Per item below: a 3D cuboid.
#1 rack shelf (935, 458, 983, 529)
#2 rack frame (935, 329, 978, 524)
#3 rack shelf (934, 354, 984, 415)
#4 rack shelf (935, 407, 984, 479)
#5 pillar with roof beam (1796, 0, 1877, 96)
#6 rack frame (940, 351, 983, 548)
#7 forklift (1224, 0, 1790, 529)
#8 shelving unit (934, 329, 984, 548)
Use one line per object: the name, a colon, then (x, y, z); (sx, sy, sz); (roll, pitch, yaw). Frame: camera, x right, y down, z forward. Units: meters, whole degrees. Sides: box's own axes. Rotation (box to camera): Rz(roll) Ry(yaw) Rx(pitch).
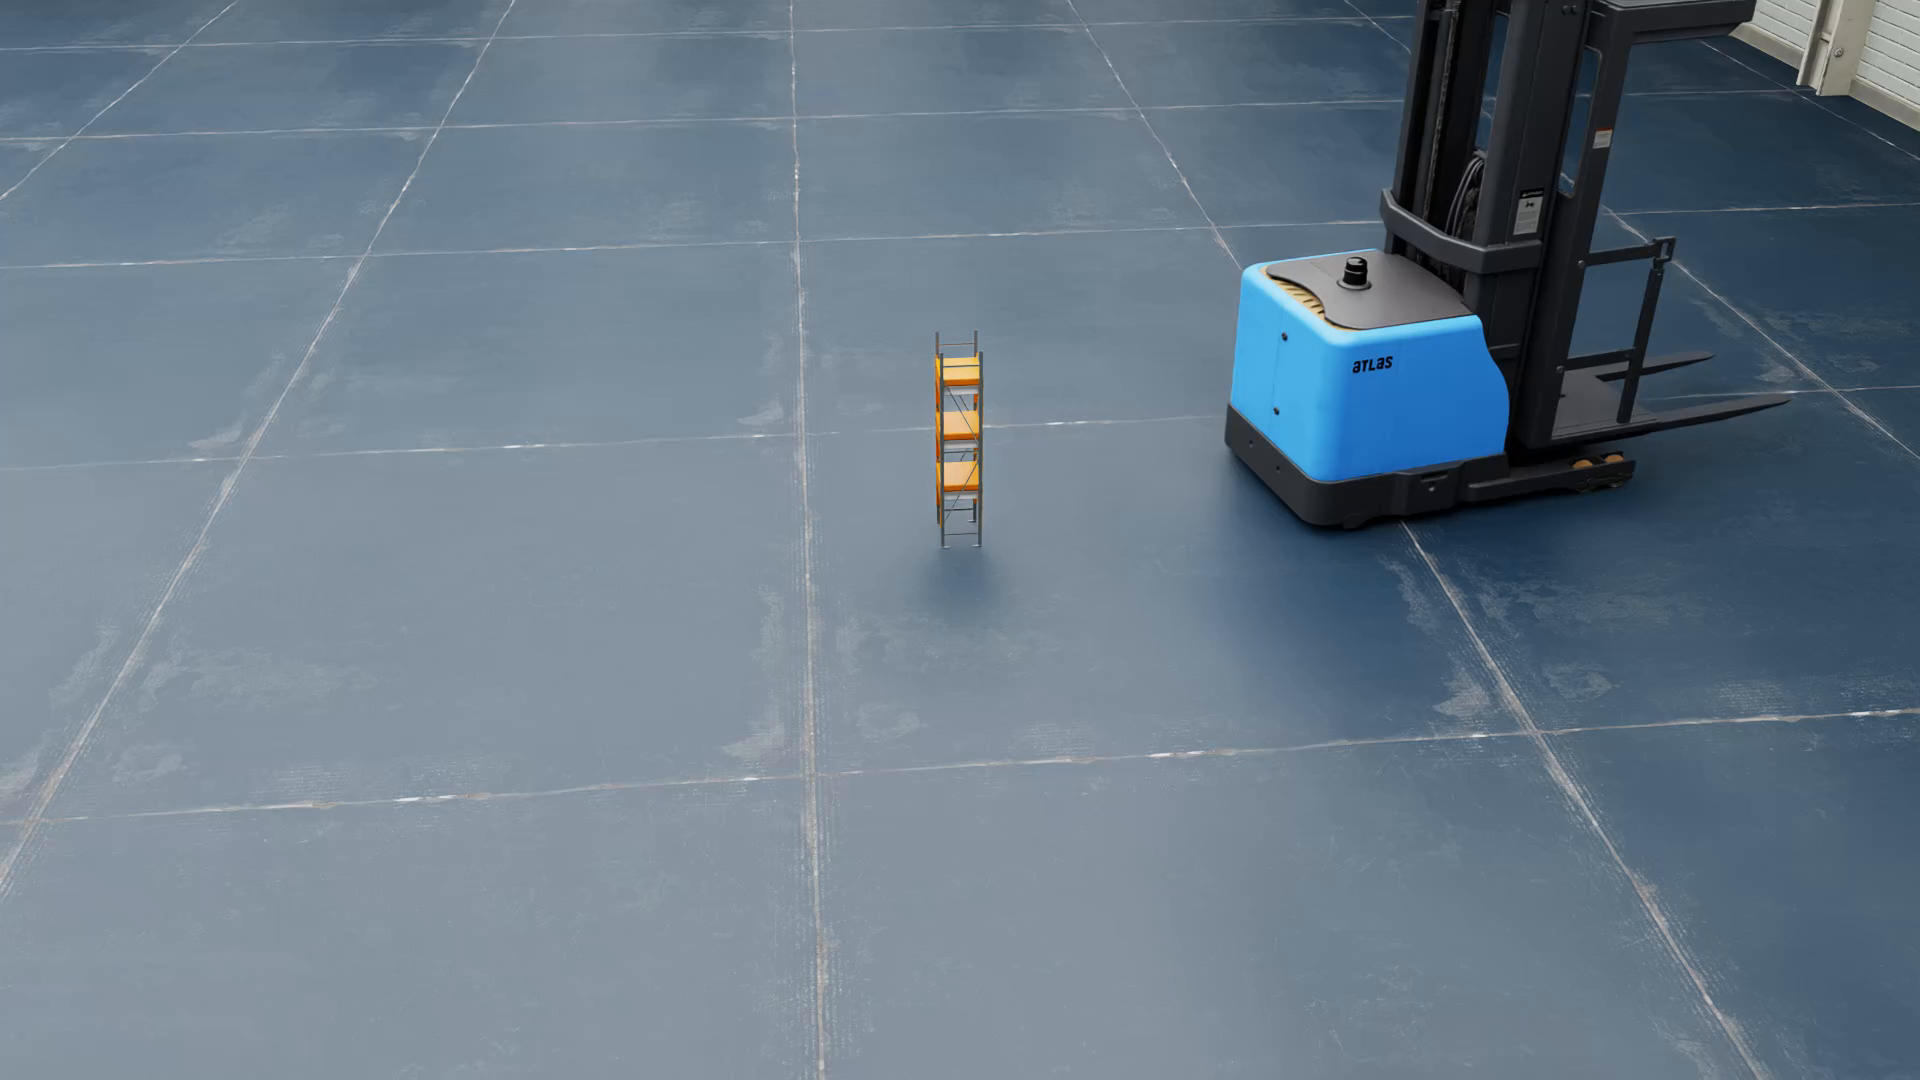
rack shelf: (-0.005, -0.230, 8.174); (0.215, 0.259, 0.240); (-3, 31, -5)
rack frame: (-0.016, -0.540, 8.131); (0.200, 1.050, 0.008); (-3, 31, -5)
rack shelf: (-0.005, -0.713, 7.886); (0.215, 0.259, 0.240); (-3, 31, -5)
rack shelf: (-0.005, -0.469, 8.032); (0.215, 0.259, 0.240); (-3, 31, -5)
pillar with roof beam: (3.559, -7.755, 12.458); (9.100, 9.000, 0.400); (-3, 31, -5)
rack frame: (0.006, -0.416, 7.922); (0.200, 1.050, 0.008); (-3, 31, -5)
forklift: (3.005, -1.752, 8.325); (3.031, 2.935, 1.130); (-10, 32, -16)
shelving unit: (-0.005, -0.478, 8.027); (0.215, 1.050, 0.252); (-3, 31, -5)
